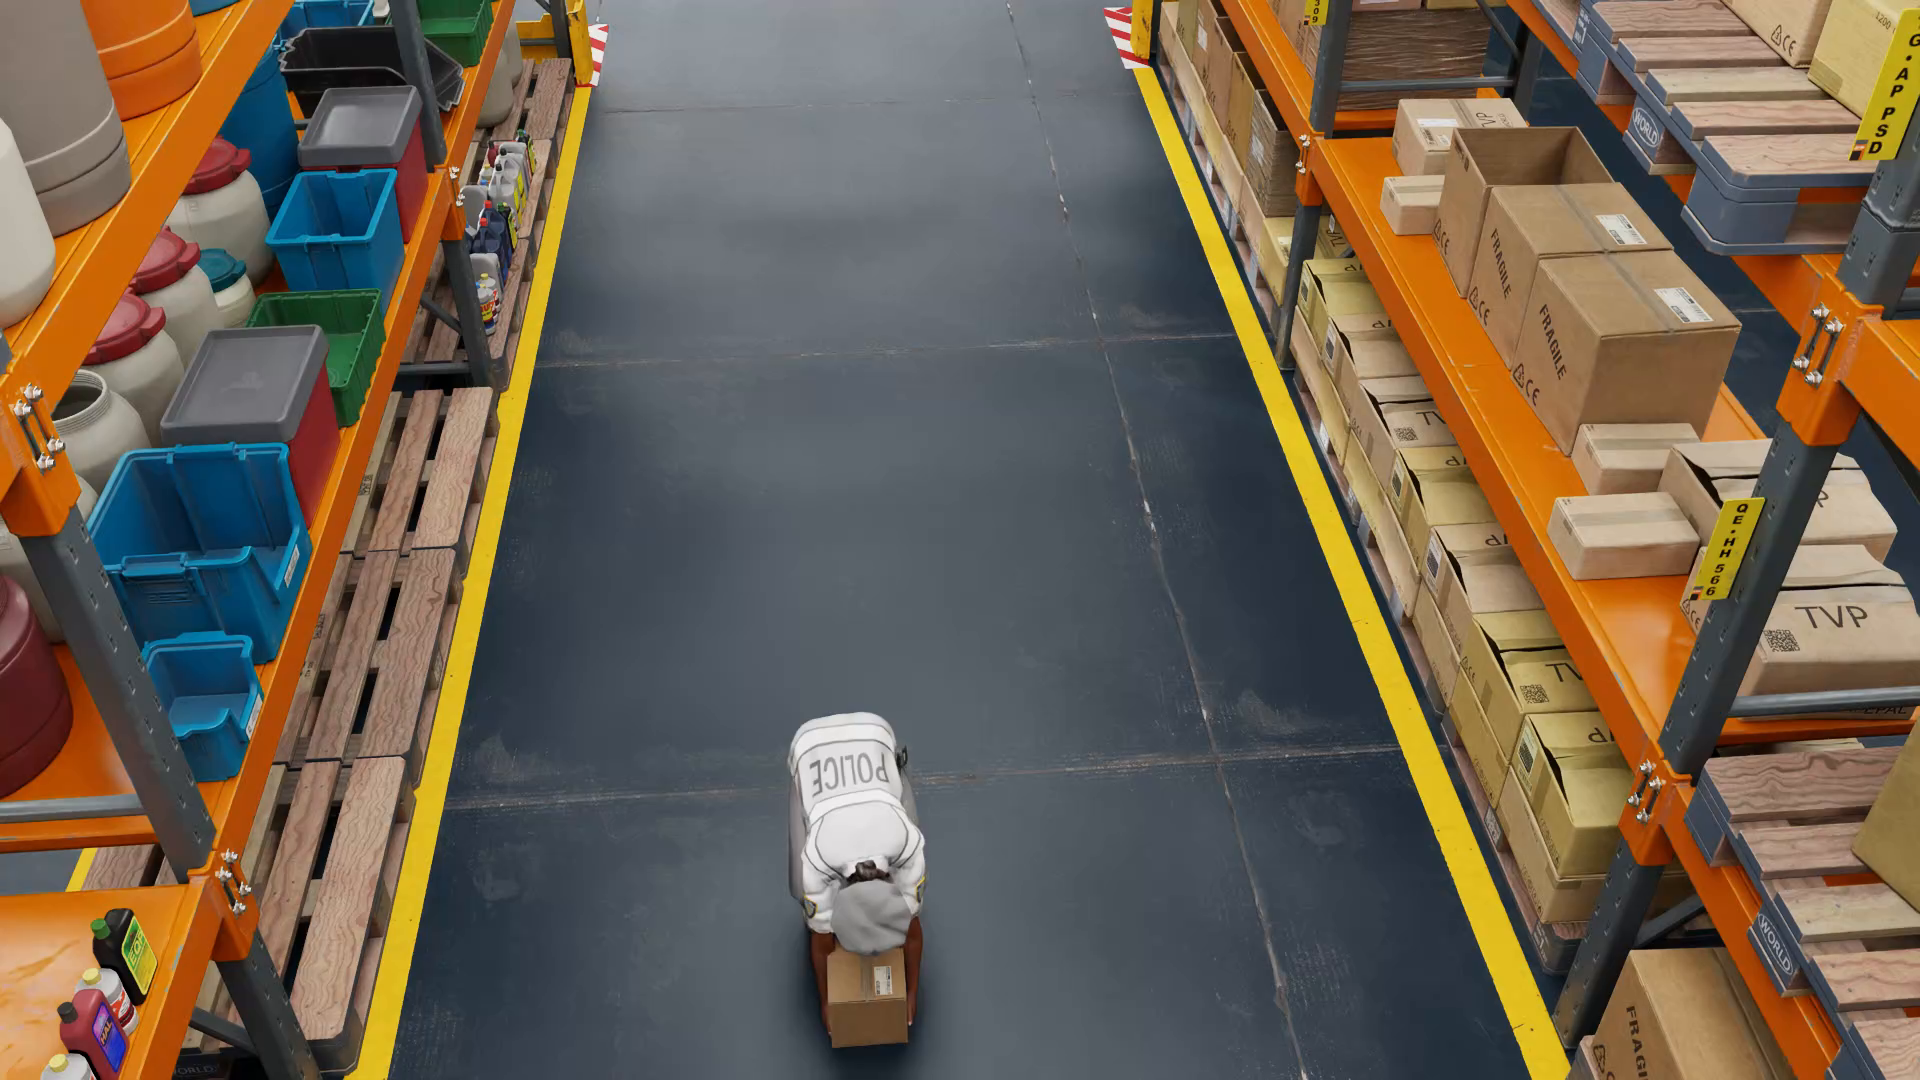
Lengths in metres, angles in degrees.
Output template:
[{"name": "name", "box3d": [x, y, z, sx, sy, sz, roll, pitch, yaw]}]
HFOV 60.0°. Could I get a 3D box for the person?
[{"name": "person", "box3d": [-0.340, 1.095, 5.536, 0.467, 0.803, 0.925, -4, 40, -5]}]
